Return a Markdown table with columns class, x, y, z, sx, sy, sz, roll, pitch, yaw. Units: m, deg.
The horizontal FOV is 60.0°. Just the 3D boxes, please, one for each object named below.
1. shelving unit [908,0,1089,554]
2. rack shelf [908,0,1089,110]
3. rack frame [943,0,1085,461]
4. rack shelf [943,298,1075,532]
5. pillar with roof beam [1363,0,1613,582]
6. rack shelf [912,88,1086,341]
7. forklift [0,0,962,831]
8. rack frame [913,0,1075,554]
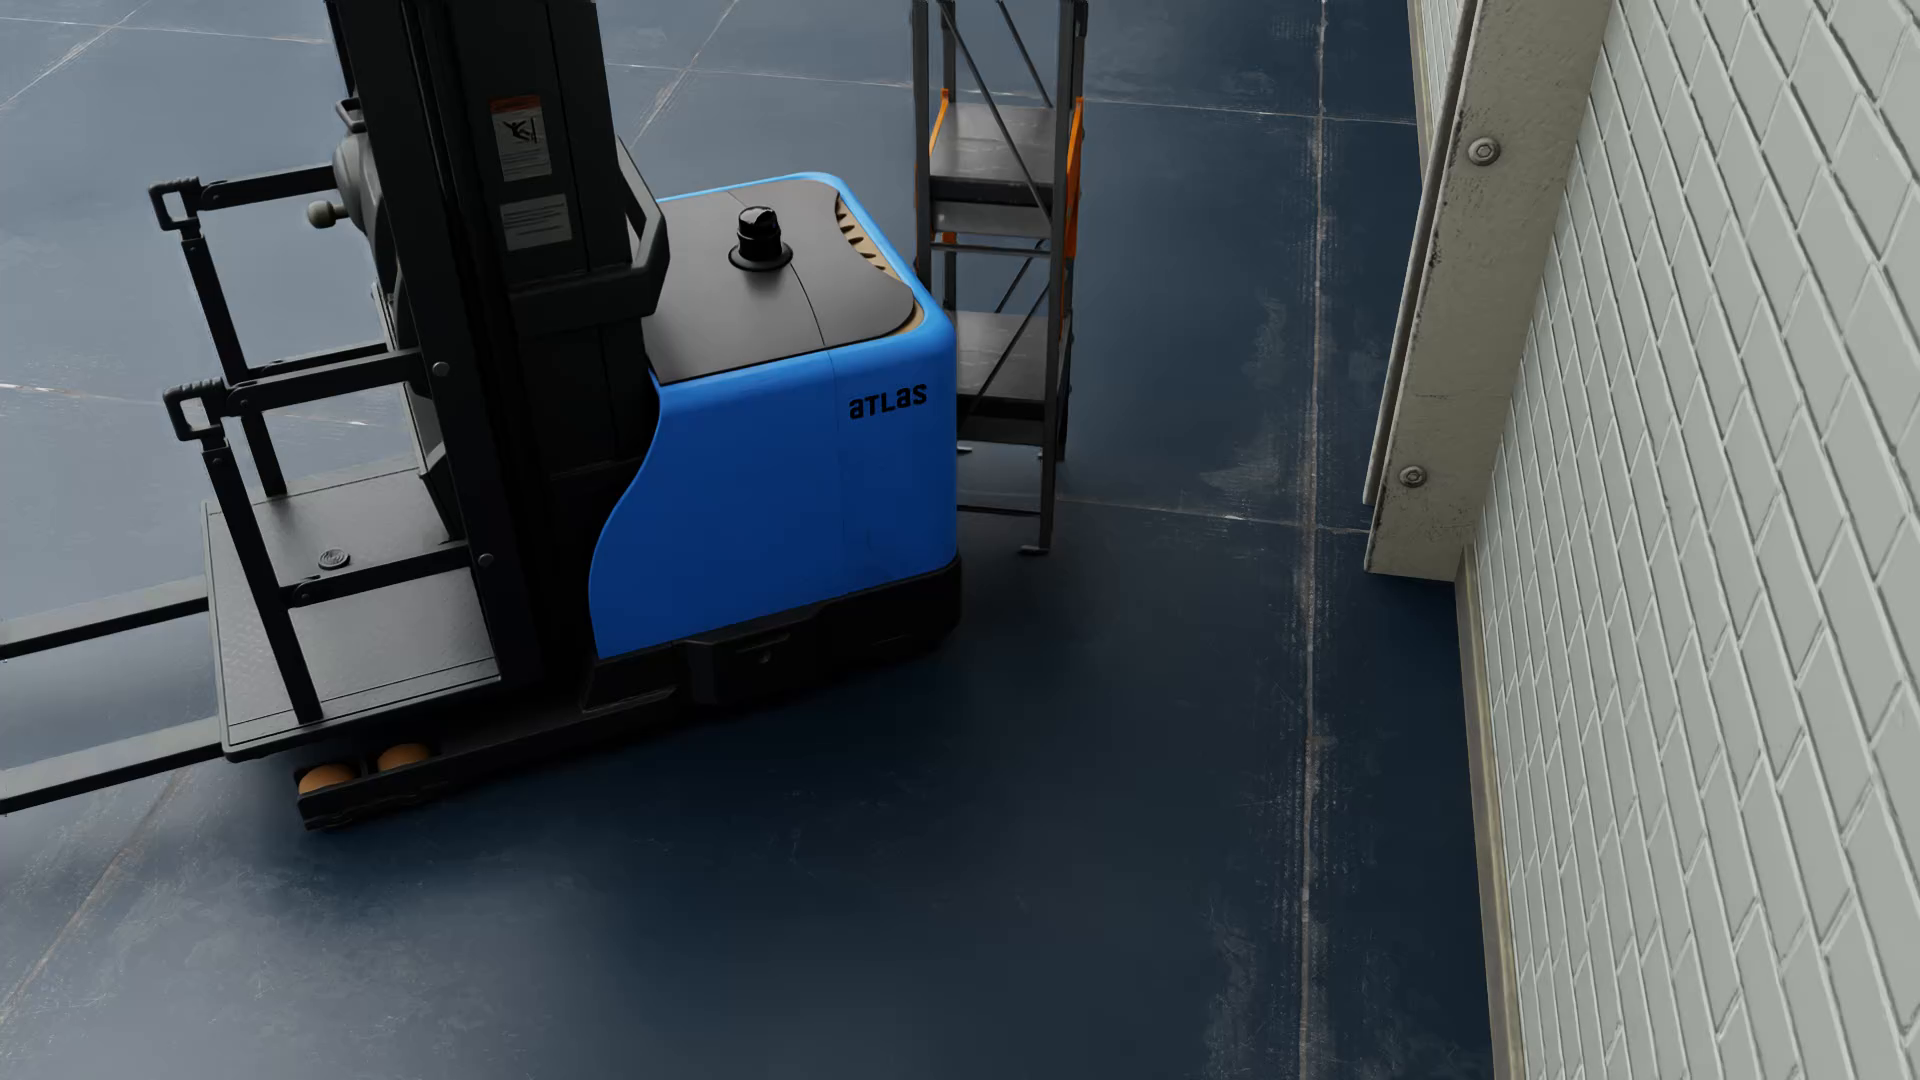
| class | x | y | z | sx | sy | sz | roll | pitch | yaw |
| --- | --- | --- | --- | --- | --- | --- | --- | --- | --- |
| shelving unit | 0.117 | -0.944 | 4.743 | 0.431 | 2.100 | 0.503 | 5 | 40 | 6 |
| rack shelf | 0.117 | -1.473 | 4.306 | 0.431 | 0.518 | 0.480 | 5 | 40 | 6 |
| rack frame | 0.151 | -1.097 | 4.930 | 0.400 | 2.100 | 0.015 | 5 | 40 | 6 |
| rack shelf | 0.117 | -0.394 | 5.198 | 0.431 | 0.518 | 0.480 | 5 | 40 | 6 |
| pillar with roof beam | -2.805 | -3.953 | 2.969 | 9.100 | 9.000 | 0.400 | 6 | 40 | 8 |
| rack shelf | 0.117 | -0.933 | 4.752 | 0.431 | 0.518 | 0.480 | 5 | 40 | 6 |
| forklift | -1.563 | -0.765 | 3.875 | 3.031 | 2.935 | 1.130 | -15 | 42 | -17 |
| rack frame | 0.083 | -0.790 | 4.557 | 0.400 | 2.100 | 0.015 | 5 | 40 | 6 |
